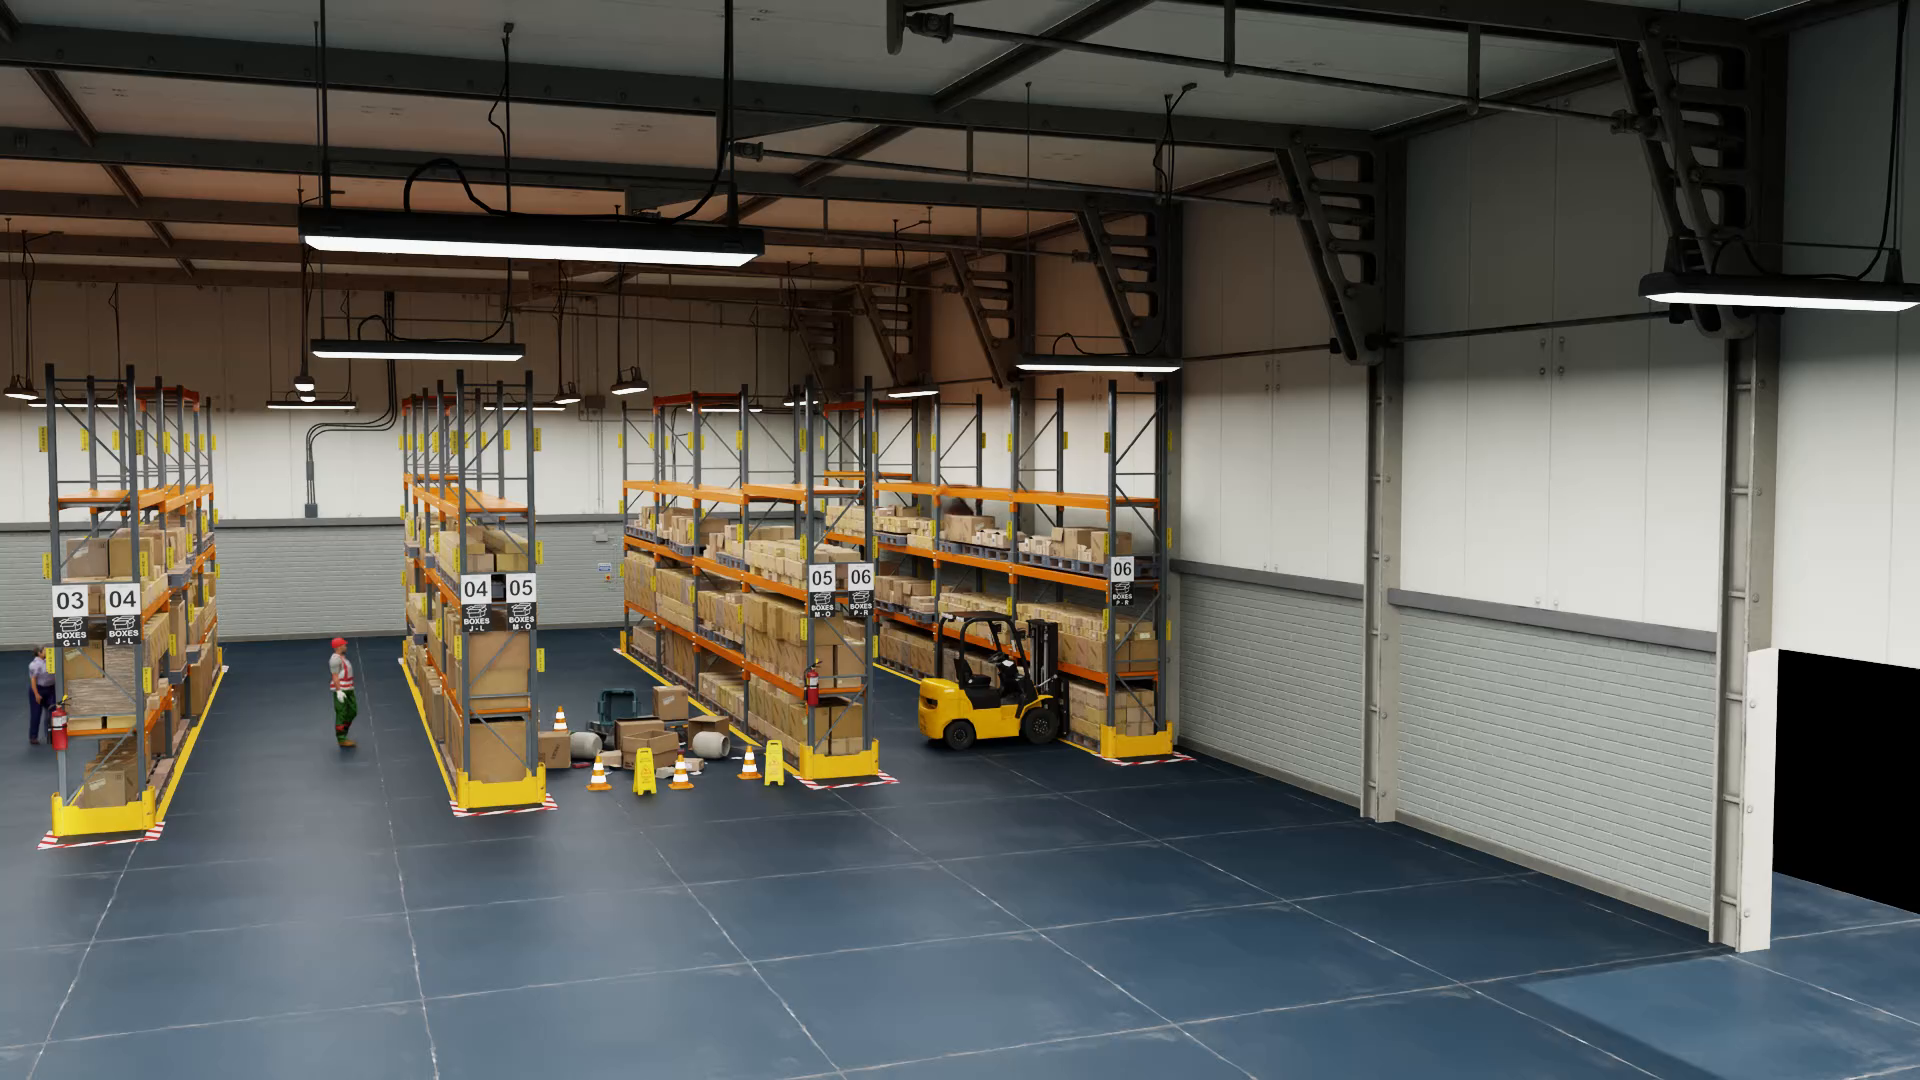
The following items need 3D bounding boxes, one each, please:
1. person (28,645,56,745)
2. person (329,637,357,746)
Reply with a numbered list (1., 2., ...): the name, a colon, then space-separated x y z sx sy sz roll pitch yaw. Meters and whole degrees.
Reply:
1. person: -15.318 2.572 27.741 0.425 1.629 0.518 1 4 20
2. person: -10.215 2.504 27.572 0.508 1.794 0.595 1 3 10
